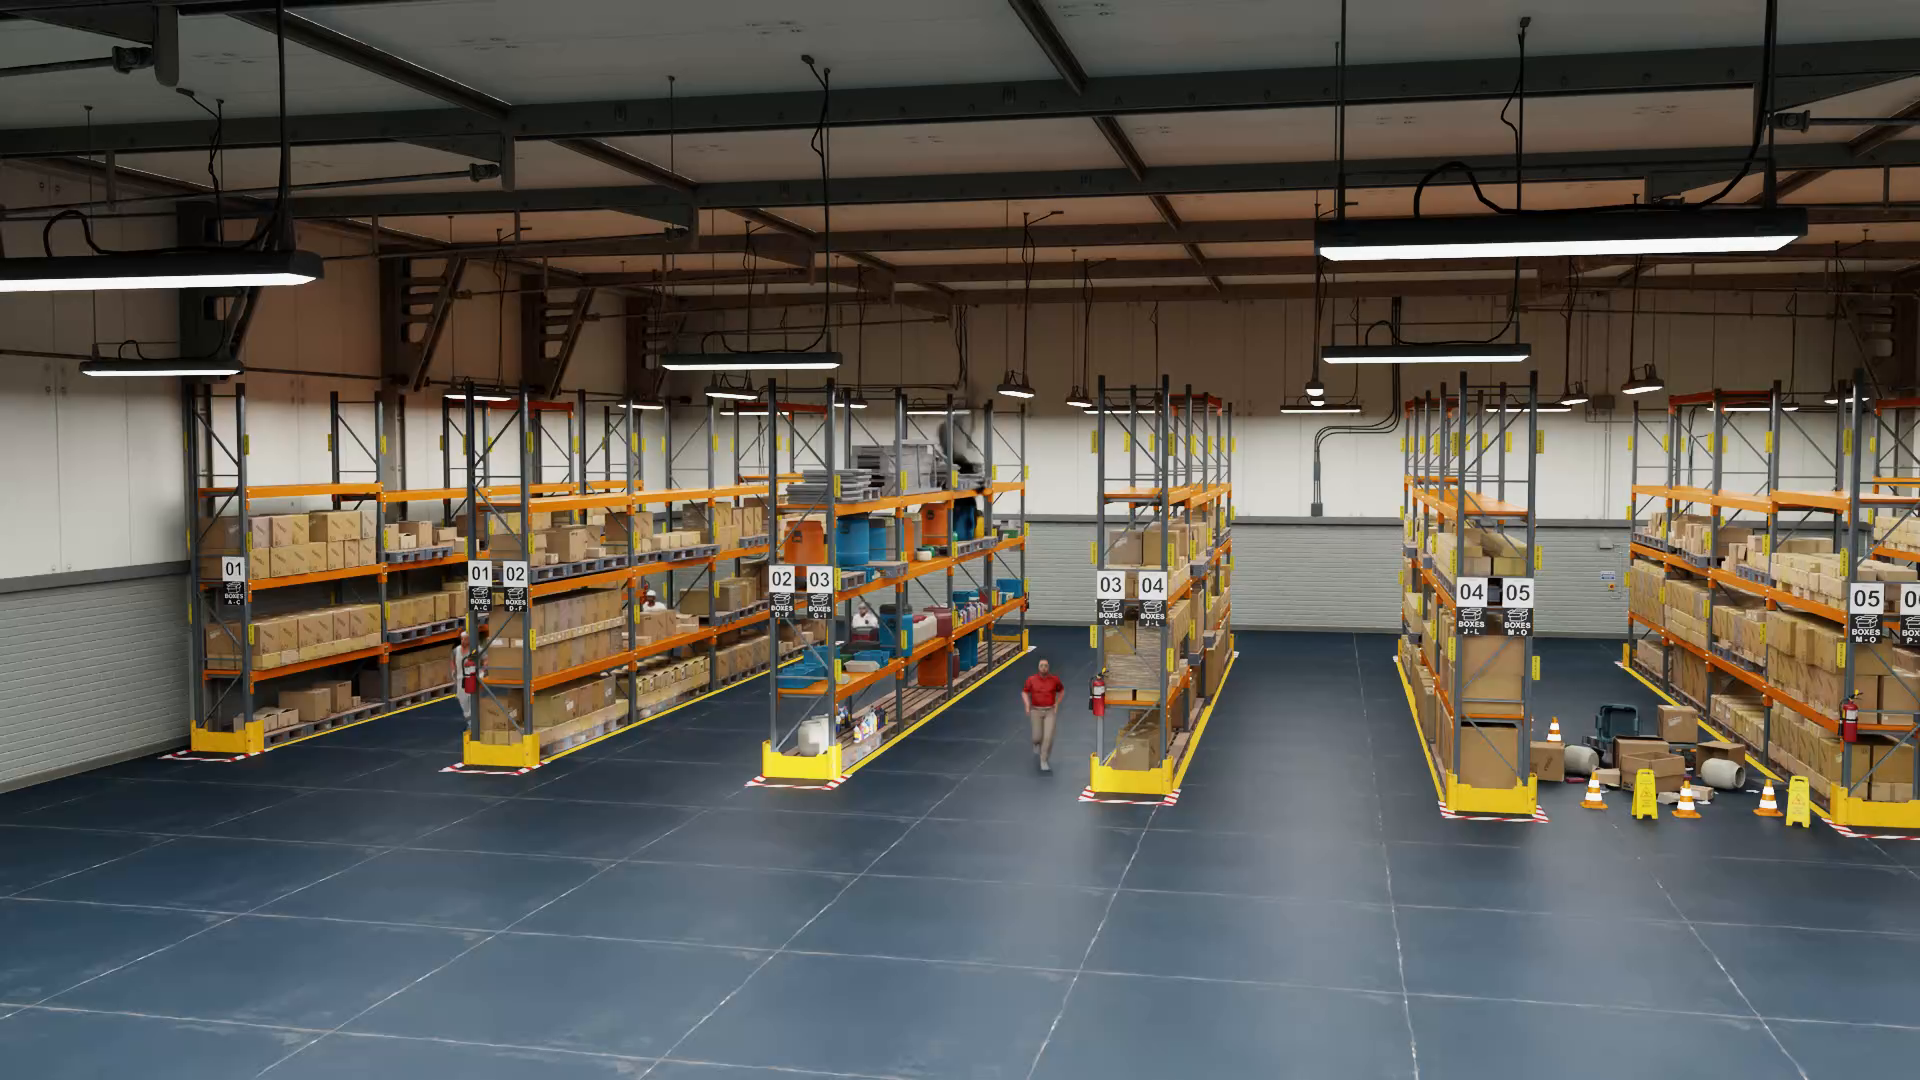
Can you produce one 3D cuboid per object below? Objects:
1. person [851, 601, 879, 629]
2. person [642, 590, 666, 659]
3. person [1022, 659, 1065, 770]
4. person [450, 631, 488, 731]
[{"bbox_3d":[-2.039,2.147,34.736,0.681,1.739,0.602,1,3,17],"label":"person"},{"bbox_3d":[-6.778,2.013,36.854,0.672,1.809,0.872,0,3,7],"label":"person"},{"bbox_3d":[1.302,2.699,25.889,0.672,1.703,0.644,0,3,0],"label":"person"},{"bbox_3d":[-8.656,2.463,29.308,0.678,1.740,0.593,0,3,4],"label":"person"}]
